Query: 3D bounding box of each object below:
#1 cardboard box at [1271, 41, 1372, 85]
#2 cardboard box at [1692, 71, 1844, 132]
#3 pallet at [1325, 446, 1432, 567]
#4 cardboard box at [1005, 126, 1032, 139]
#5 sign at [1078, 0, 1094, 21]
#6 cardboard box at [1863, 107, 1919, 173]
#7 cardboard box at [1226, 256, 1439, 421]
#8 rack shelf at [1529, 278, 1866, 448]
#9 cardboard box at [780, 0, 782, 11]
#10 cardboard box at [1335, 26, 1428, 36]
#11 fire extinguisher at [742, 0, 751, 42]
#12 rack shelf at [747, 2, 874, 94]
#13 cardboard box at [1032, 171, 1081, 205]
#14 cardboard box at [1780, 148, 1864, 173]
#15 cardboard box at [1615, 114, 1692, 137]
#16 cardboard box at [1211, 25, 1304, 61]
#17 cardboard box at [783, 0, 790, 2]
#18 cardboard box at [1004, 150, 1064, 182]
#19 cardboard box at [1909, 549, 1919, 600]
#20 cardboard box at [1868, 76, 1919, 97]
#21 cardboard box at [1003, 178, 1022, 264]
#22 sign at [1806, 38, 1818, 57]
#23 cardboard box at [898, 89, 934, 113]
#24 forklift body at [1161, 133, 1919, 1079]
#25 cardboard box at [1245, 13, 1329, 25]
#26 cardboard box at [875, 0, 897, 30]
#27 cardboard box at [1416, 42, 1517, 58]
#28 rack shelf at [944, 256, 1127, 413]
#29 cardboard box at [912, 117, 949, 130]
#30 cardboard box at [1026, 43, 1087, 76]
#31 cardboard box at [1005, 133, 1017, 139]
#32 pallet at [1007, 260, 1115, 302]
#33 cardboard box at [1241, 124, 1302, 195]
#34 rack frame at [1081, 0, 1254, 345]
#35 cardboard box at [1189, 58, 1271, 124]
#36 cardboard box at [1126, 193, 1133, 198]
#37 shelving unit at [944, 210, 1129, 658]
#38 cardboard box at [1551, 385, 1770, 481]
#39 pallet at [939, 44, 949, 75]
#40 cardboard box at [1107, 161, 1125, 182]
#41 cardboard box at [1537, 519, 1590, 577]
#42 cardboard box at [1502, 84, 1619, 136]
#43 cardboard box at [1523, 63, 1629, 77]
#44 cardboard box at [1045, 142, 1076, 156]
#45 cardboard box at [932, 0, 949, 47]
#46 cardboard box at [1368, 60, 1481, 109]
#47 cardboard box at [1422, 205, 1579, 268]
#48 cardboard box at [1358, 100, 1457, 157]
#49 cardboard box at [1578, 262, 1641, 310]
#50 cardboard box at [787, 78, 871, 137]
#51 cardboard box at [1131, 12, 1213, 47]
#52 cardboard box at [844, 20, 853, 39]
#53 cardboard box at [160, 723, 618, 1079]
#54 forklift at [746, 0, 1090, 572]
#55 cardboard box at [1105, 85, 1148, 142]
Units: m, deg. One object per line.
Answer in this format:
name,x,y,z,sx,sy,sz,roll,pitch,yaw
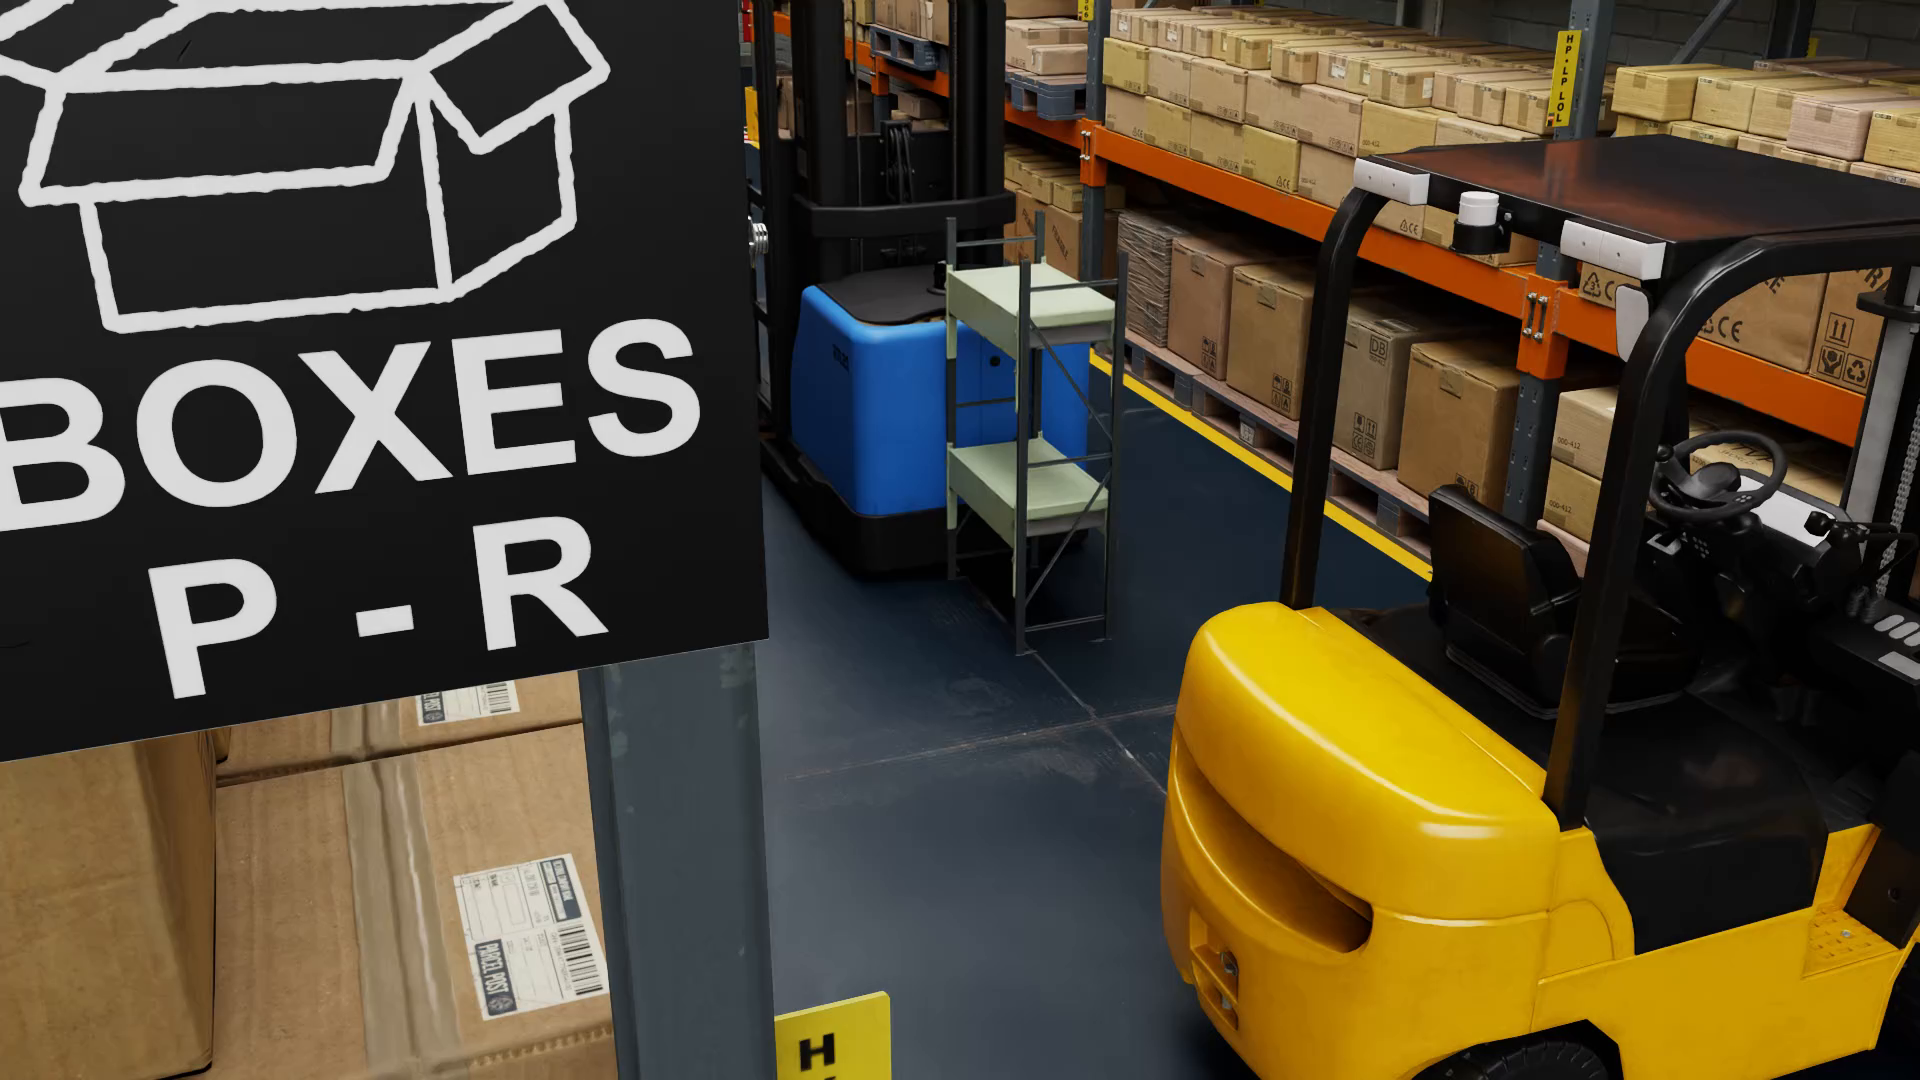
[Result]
cardboard box,1.653,-2.184,7.605,0.380,0.149,0.250,-9,24,-20
cardboard box,2.655,-1.444,5.468,0.380,0.149,0.250,-8,24,-18
pallet,2.330,-0.177,7.397,1.003,0.211,1.213,-8,24,-19
cardboard box,0.554,-2.974,12.285,0.380,0.149,0.250,-8,24,-18
sign,0.709,-3.072,9.287,0.100,0.325,0.005,-8,24,-19
cardboard box,2.849,-1.152,4.775,0.380,0.149,0.250,-9,24,-20
cardboard box,1.897,-1.042,8.378,0.875,0.625,0.625,-9,25,-21
rack shelf,3.333,-0.141,4.649,1.077,0.370,4.000,-8,24,-19
cardboard box,-1.495,-5.110,15.835,0.380,0.149,0.250,-9,24,-20
cardboard box,2.087,-2.460,8.262,0.380,0.149,0.250,-9,24,-20
fire extinguisher,-2.097,-5.342,16.642,0.296,0.674,0.183,-8,24,-19
rack shelf,-0.906,-4.501,14.994,1.077,0.370,4.000,-8,24,-19
cardboard box,0.677,-2.233,10.528,0.380,0.149,0.250,-10,25,-22
cardboard box,2.722,-1.108,5.052,0.380,0.149,0.250,-8,24,-18
cardboard box,2.493,-1.392,5.727,0.380,0.149,0.250,-9,24,-20
cardboard box,1.482,-2.474,8.294,0.380,0.149,0.250,-8,24,-18
cardboard box,-1.344,-5.059,15.200,0.500,0.250,0.500,-9,24,-20
cardboard box,0.485,-2.527,11.227,0.380,0.149,0.250,-9,24,-20
cardboard box,3.040,0.191,4.648,0.500,0.250,0.500,-9,24,-20
cardboard box,3.178,-1.416,5.399,0.380,0.149,0.250,-9,24,-19
cardboard box,0.509,-2.191,11.265,0.500,0.500,0.500,-7,24,-17
sign,3.145,-1.711,6.232,0.100,0.325,0.005,-8,24,-19
cardboard box,-0.265,-3.425,12.974,0.380,0.149,0.250,-9,24,-20
forklift body,1.663,0.207,3.991,2.313,2.155,1.214,-8,24,-19
cardboard box,1.749,-2.725,8.889,0.380,0.149,0.250,-8,24,-19
cardboard box,-0.238,-4.139,12.539,0.700,0.500,0.500,-8,24,-18
cardboard box,2.302,-2.172,7.577,0.380,0.149,0.250,-9,24,-19
rack shelf,0.264,-0.775,6.154,0.431,0.370,0.720,-8,24,-19
cardboard box,-0.152,-3.190,12.798,0.380,0.149,0.250,-9,24,-20
cardboard box,0.622,-2.916,10.090,0.380,0.149,0.250,-8,24,-18
cardboard box,0.198,-2.814,11.907,0.380,0.149,0.250,-7,24,-17
pallet,0.985,-1.644,10.879,1.003,0.211,1.213,-8,24,-19
cardboard box,1.685,-1.830,7.924,0.500,0.250,0.500,-8,24,-17
rack frame,1.213,-2.653,9.681,1.000,3.000,0.127,-8,24,-19
cardboard box,1.485,-2.244,8.262,0.500,0.250,0.500,-9,24,-20
cardboard box,1.172,-2.067,10.969,0.500,0.500,0.500,-8,24,-19
shelving unit,0.264,-0.416,6.305,0.431,1.500,0.755,-8,24,-19
cardboard box,2.504,-0.368,5.972,0.500,0.250,0.500,-9,24,-20
pallet,0.522,-3.270,11.394,1.003,0.211,1.213,-8,24,-19
cardboard box,1.089,-2.405,10.937,0.380,0.149,0.250,-8,24,-18
cardboard box,2.488,0.096,6.161,0.500,0.250,0.500,-8,24,-18
cardboard box,2.298,-1.638,6.310,0.380,0.149,0.250,-7,24,-17
cardboard box,2.570,-1.897,6.925,0.380,0.149,0.250,-8,24,-19
cardboard box,0.814,-2.688,11.608,0.380,0.149,0.250,-8,24,-19
cardboard box,0.222,-3.666,11.416,0.700,0.500,0.500,-8,24,-19
cardboard box,1.936,-1.903,6.938,0.380,0.149,0.250,-9,25,-21
cardboard box,2.204,-1.277,6.612,0.500,0.250,0.500,-8,24,-18
cardboard box,2.025,-1.690,6.946,0.500,0.250,0.500,-9,24,-20
cardboard box,2.539,-1.048,5.746,0.500,0.500,0.500,-9,24,-20
cardboard box,-1.220,-4.050,15.674,0.700,0.500,0.500,-7,24,-17
cardboard box,1.146,-2.745,8.936,0.380,0.149,0.250,-8,24,-18
cardboard box,-0.775,-4.254,13.805,0.380,0.149,0.250,-8,24,-18
cardboard box,-0.511,0.543,1.587,0.500,0.500,0.500,-9,24,-20
forklift,-0.443,-1.765,7.665,1.130,2.935,3.031,-8,24,-19
cardboard box,1.142,-2.389,9.249,0.500,0.250,0.500,-8,24,-19
